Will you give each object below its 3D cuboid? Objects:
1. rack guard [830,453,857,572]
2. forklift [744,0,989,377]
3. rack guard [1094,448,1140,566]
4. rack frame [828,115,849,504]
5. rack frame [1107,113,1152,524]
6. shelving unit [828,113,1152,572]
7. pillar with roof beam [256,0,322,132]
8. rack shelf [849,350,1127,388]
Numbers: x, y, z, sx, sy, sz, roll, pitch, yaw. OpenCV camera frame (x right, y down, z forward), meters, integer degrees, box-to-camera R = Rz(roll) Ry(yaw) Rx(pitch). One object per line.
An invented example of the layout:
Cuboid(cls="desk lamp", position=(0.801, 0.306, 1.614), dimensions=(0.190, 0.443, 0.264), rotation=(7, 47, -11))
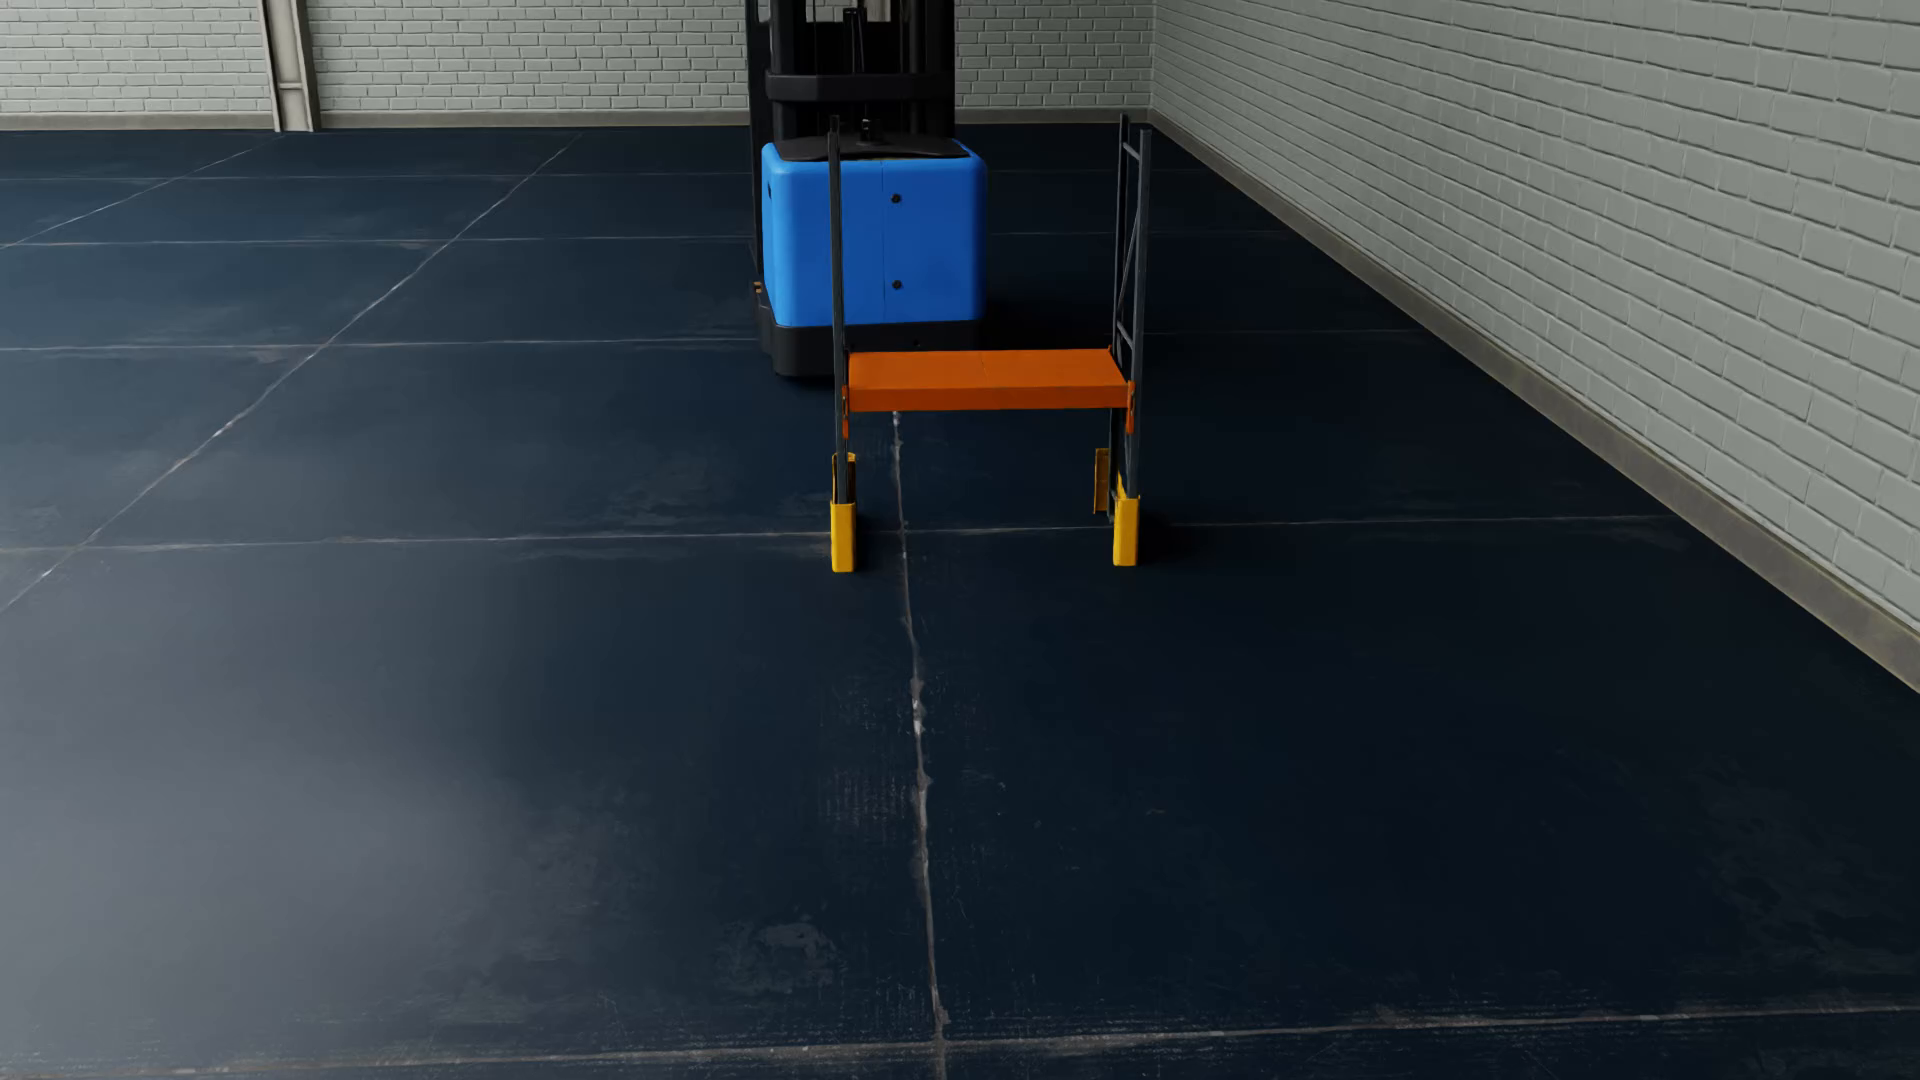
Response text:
Cuboid(cls="rack guard", position=(-0.421, -0.108, 6.054), dimensions=(0.087, 0.250, 0.587), rotation=(-1, 21, -3))
Cuboid(cls="forklift", position=(-15.347, -3.483, 11.151), dimensions=(29.374, 2.935, 12.671), rotation=(-3, 21, -9))
Cuboid(cls="rack guard", position=(0.573, -0.128, 6.107), dimensions=(0.087, 0.250, 0.587), rotation=(-1, 21, -3))
Cuboid(cls="rack frame", position=(-0.422, -0.692, 5.832), dimensions=(0.032, 1.500, 0.500), rotation=(-1, 21, -3))
Cuboid(cls="rack frame", position=(0.593, -0.713, 5.886), dimensions=(0.032, 1.500, 0.500), rotation=(-1, 21, -3))
Cuboid(cls="shelving unit", position=(0.076, -0.702, 5.858), dimensions=(1.083, 1.500, 0.587), rotation=(-1, 21, -3))
Cuboid(cls="pillar with roof beam", position=(-6.662, -6.963, 11.761), dimensions=(0.400, 9.000, 9.100), rotation=(-1, 21, -3))
Cuboid(cls="rack shelf", position=(0.085, -0.597, 5.899), dimensions=(0.952, 0.026, 0.459), rotation=(-1, 21, -3))
